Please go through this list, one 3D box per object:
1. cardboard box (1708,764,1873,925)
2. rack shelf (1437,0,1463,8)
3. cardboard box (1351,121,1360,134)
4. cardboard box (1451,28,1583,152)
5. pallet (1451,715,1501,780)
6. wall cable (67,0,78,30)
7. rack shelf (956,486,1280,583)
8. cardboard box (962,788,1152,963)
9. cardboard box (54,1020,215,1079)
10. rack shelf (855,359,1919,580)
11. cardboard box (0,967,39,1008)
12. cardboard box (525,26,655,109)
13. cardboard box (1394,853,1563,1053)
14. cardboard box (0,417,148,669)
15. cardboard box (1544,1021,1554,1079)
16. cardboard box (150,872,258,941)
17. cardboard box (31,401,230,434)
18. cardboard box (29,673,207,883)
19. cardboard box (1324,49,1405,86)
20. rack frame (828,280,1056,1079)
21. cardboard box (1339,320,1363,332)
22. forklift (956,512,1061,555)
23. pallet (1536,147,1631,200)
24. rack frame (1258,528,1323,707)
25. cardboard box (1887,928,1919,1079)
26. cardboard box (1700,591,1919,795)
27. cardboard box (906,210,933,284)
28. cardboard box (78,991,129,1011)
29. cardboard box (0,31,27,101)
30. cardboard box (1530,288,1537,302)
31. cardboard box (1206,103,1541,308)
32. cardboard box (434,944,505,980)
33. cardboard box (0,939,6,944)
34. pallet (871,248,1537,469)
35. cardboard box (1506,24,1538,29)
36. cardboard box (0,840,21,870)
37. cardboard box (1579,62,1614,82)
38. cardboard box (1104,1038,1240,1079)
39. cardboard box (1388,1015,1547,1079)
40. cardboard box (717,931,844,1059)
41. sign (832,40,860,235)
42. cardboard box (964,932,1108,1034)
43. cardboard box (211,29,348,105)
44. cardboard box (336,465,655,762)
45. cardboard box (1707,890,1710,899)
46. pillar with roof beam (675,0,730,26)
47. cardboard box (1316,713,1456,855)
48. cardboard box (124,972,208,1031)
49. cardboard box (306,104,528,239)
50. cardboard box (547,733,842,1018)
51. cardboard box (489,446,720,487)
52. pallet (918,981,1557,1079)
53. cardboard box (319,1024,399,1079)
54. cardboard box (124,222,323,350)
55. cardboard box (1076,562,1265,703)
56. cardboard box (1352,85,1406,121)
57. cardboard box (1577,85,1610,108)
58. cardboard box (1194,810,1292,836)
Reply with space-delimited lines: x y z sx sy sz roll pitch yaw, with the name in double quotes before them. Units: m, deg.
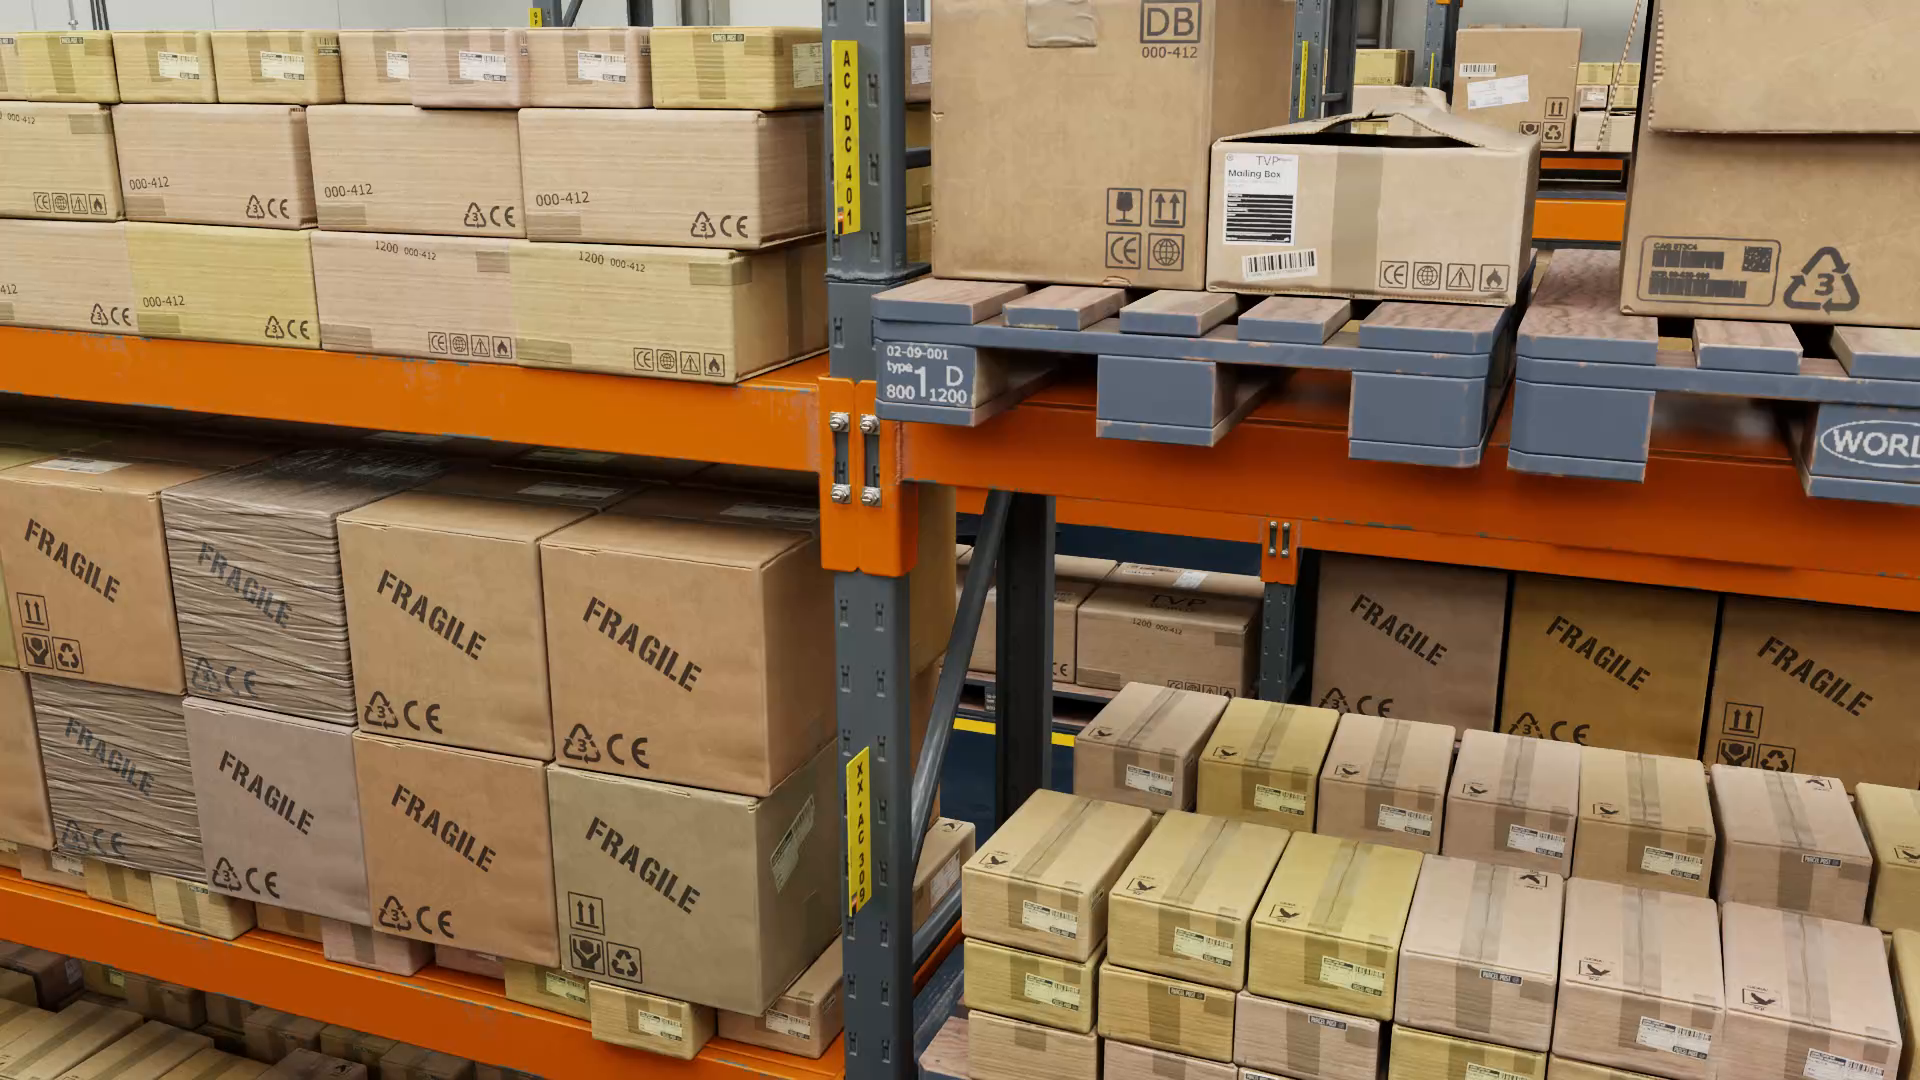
"cardboard box" 1.653 0.604 3.342 0.250 0.149 0.380 5 17 18
"rack shelf" 5.396 -3.874 11.384 4.000 0.370 1.077 6 17 21
"cardboard box" 2.866 -3.041 12.337 0.250 0.149 0.380 6 17 21
"cardboard box" 2.431 -1.972 7.273 0.500 0.500 0.500 6 17 20
"pallet" 2.463 0.952 8.517 1.213 0.211 1.003 6 17 21
"wall cable" -7.120 -4.441 11.330 0.029 3.000 2.355 6 17 21
"rack shelf" -0.143 -0.306 9.138 4.000 0.370 1.077 6 17 21
"cardboard box" 0.193 0.640 3.219 0.250 0.149 0.380 7 18 23
"cardboard box" -2.359 1.552 4.740 0.250 0.149 0.380 7 18 23
"rack shelf" 1.856 -0.043 2.852 4.000 0.370 1.077 6 17 21
"cardboard box" -3.062 1.458 5.063 0.250 0.149 0.380 7 17 22
"cardboard box" -0.646 -0.938 3.303 0.250 0.149 0.380 7 18 22
"cardboard box" 0.924 0.720 2.943 0.250 0.149 0.380 6 17 20
"cardboard box" -2.458 -0.009 4.319 0.500 0.500 0.500 6 17 19
"cardboard box" 1.154 1.031 2.939 0.250 0.149 0.380 5 17 18
"cardboard box" -1.837 0.858 4.288 0.250 0.149 0.380 7 17 22
"cardboard box" -2.250 -0.148 4.797 0.500 0.500 0.500 7 18 23
"cardboard box" -1.975 0.517 4.300 0.500 0.500 0.500 6 17 19
"cardboard box" 2.978 -3.475 12.223 0.500 0.250 0.500 6 17 21
"rack frame" -0.005 0.847 3.875 0.127 3.000 1.000 6 17 21
"cardboard box" 2.022 -0.856 7.768 0.500 0.500 0.500 6 17 21
"forklift" 0.079 -1.235 11.171 1.130 2.935 3.031 -2 16 -7
"pallet" 2.589 -1.715 7.662 1.217 0.209 0.805 6 17 18
"rack frame" 1.718 -0.447 8.333 0.127 3.000 1.000 6 17 21
"cardboard box" 1.648 0.799 2.672 0.250 0.149 0.380 7 18 22
"cardboard box" 3.998 0.596 7.797 0.875 0.875 0.875 7 17 21
"cardboard box" -0.338 -0.637 3.877 0.500 0.250 0.500 7 18 23
"cardboard box" -2.646 1.495 5.469 0.250 0.149 0.380 6 17 18
"cardboard box" -2.074 -1.103 3.871 0.250 0.149 0.380 7 18 23
"cardboard box" 2.709 -0.944 8.071 0.500 0.500 0.500 7 17 22
"cardboard box" 0.737 -0.608 2.913 0.500 0.311 0.500 6 17 20
"cardboard box" -1.077 0.914 4.095 0.250 0.149 0.380 6 17 19
"cardboard box" -3.140 1.308 5.580 0.250 0.149 0.380 6 17 21
"pallet" 0.531 -0.412 3.170 1.003 0.211 1.213 6 17 21
"cardboard box" 4.103 -3.614 12.104 0.258 0.266 0.396 6 17 21
"cardboard box" -2.527 0.759 4.631 0.250 0.149 0.380 6 17 20
"cardboard box" 4.580 -3.374 12.019 0.250 0.149 0.380 7 18 22
"cardboard box" 0.453 0.953 3.209 0.250 0.149 0.380 7 17 22
"cardboard box" 0.917 0.862 2.989 0.250 0.149 0.380 5 17 18
"cardboard box" -0.356 0.999 3.802 0.250 0.149 0.380 6 17 20
"sign" -0.197 -0.700 2.897 0.005 0.325 0.100 6 17 21
"cardboard box" 0.193 0.783 3.260 0.250 0.149 0.380 7 17 22
"cardboard box" -1.369 -1.018 3.579 0.250 0.149 0.380 6 17 18
"cardboard box" -1.024 0.147 3.782 0.500 0.500 0.500 6 17 19
"cardboard box" 1.411 0.719 3.479 0.250 0.149 0.380 5 17 18
"pillar with roof beam" -3.943 -4.418 11.251 0.400 9.000 9.100 6 17 21
"cardboard box" 0.930 0.525 3.615 0.250 0.149 0.380 6 17 19
"cardboard box" -2.422 1.385 5.315 0.250 0.149 0.380 6 17 18
"cardboard box" -1.007 -0.799 3.537 0.500 0.250 0.500 6 17 18
"cardboard box" -0.558 0.680 3.738 0.500 0.500 0.500 6 17 21
"cardboard box" -0.823 0.018 4.226 0.500 0.500 0.500 6 17 19
"pallet" 0.653 1.055 3.503 1.213 0.211 1.003 6 17 21
"cardboard box" -1.693 1.473 5.011 0.250 0.149 0.380 6 17 21
"cardboard box" -1.493 -0.607 3.774 0.500 0.250 0.500 6 17 20
"cardboard box" 1.173 0.490 8.949 0.875 0.438 0.875 6 17 20
"cardboard box" 2.995 -3.230 12.276 0.500 0.250 0.500 6 17 21
"cardboard box" 4.371 -3.087 11.563 0.250 0.149 0.380 7 17 21
"cardboard box" 0.684 0.639 3.755 0.250 0.149 0.380 6 17 21
